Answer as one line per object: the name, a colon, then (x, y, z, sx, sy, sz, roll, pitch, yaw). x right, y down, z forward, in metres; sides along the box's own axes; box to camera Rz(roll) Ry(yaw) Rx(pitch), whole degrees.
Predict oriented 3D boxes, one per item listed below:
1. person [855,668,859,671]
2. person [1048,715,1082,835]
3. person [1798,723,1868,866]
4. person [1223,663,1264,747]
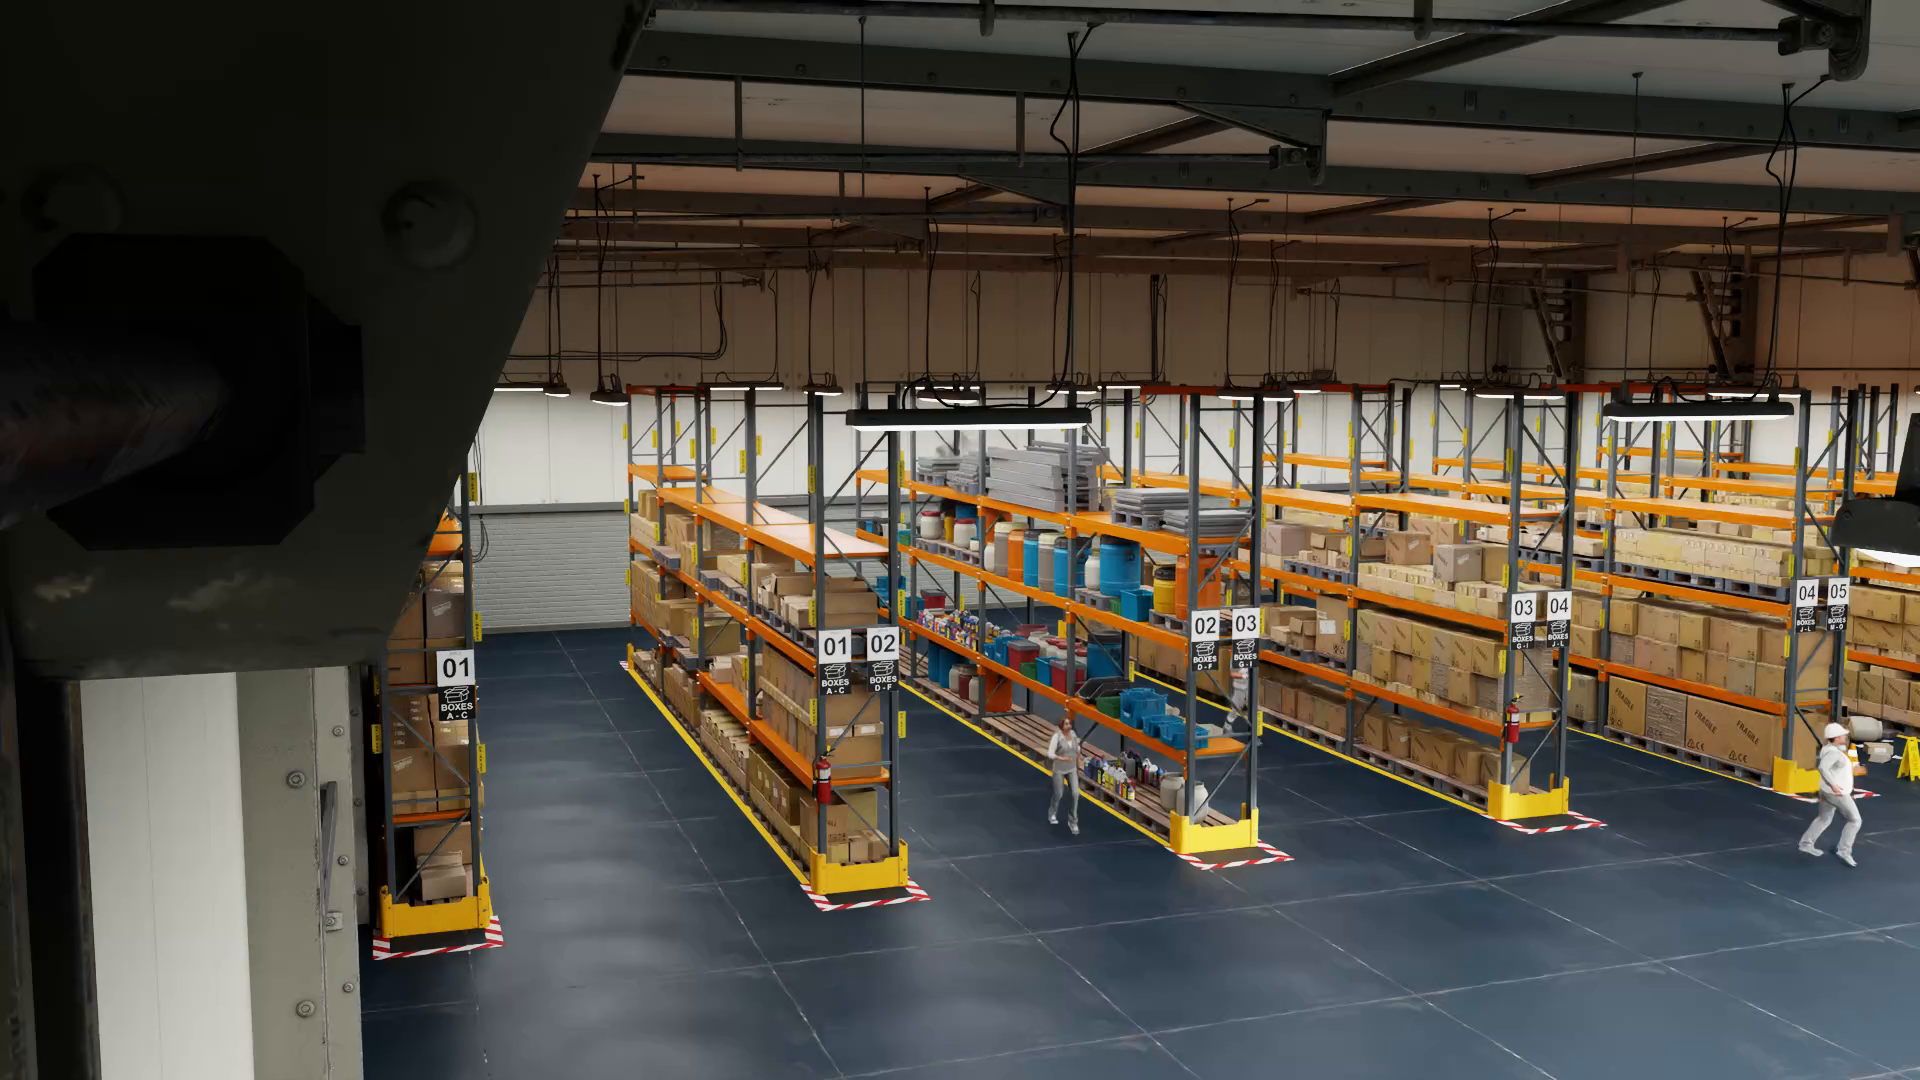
person: (-2.049, 2.297, 30.261, 0.701, 1.765, 0.917, -4, 7, -33)
person: (1.435, 3.203, 22.730, 0.559, 1.662, 0.707, -2, 6, -21)
person: (11.205, 3.257, 21.304, 0.757, 1.834, 0.624, 1, 6, 10)
person: (4.793, 2.536, 28.132, 0.613, 1.823, 0.894, -3, 7, -27)
